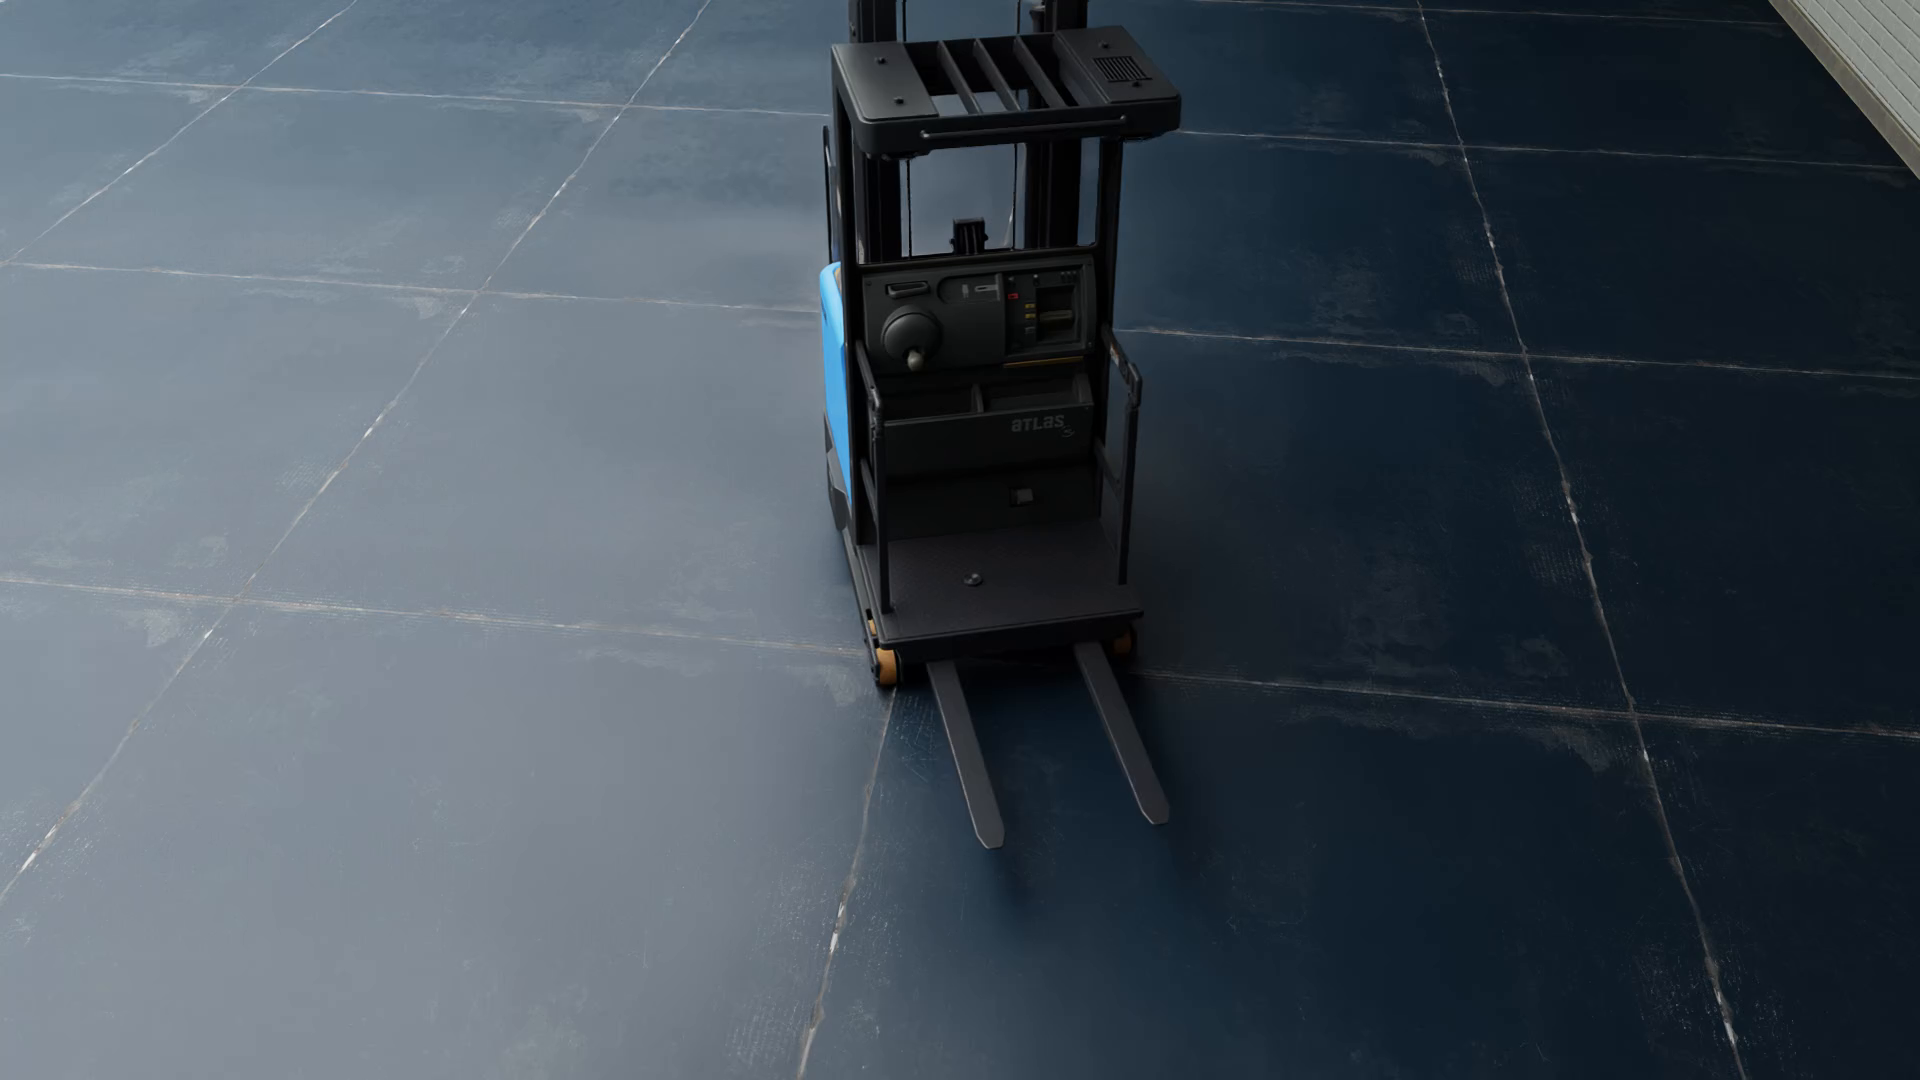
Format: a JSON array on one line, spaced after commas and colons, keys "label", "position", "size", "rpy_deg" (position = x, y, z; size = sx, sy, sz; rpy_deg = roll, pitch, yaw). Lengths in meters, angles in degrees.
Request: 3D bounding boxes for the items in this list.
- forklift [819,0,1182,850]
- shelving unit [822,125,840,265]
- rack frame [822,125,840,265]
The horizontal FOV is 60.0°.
[{"label": "forklift", "position": [0.126, -0.824, 6.382], "size": [1.130, 2.935, 3.031], "rpy_deg": [-7, 36, -9]}, {"label": "shelving unit", "position": [-0.117, -1.267, 8.234], "size": [1.083, 1.500, 0.587], "rpy_deg": [-4, 36, -6]}, {"label": "rack frame", "position": [-0.612, -1.229, 8.181], "size": [0.032, 1.500, 0.500], "rpy_deg": [-4, 36, -6]}]
